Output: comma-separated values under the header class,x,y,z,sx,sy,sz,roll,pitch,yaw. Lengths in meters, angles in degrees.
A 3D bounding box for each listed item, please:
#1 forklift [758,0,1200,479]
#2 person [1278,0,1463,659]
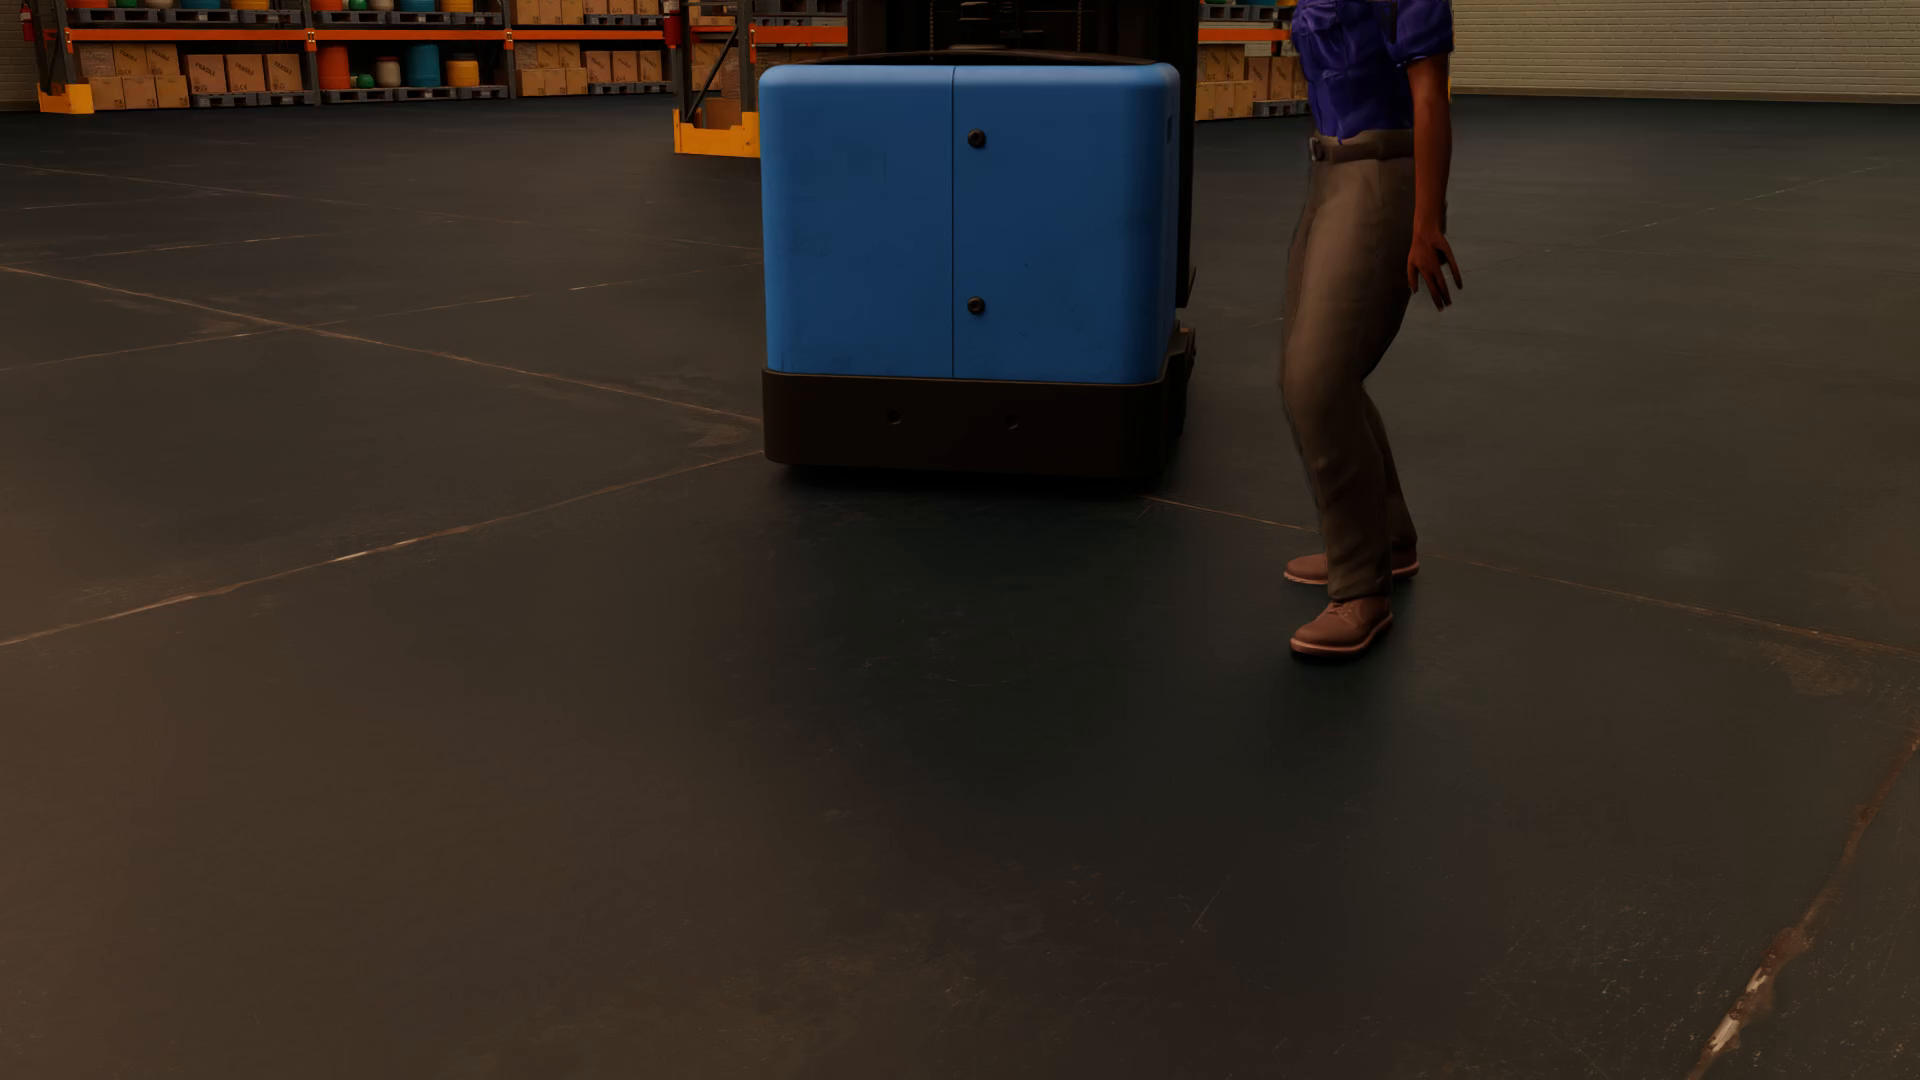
class,x,y,z,sx,sy,sz,roll,pitch,yaw
forklift,0.233,-1.943,5.296,1.130,2.935,3.031,3,17,9
person,0.810,-0.642,3.302,0.391,1.628,0.801,0,17,2
